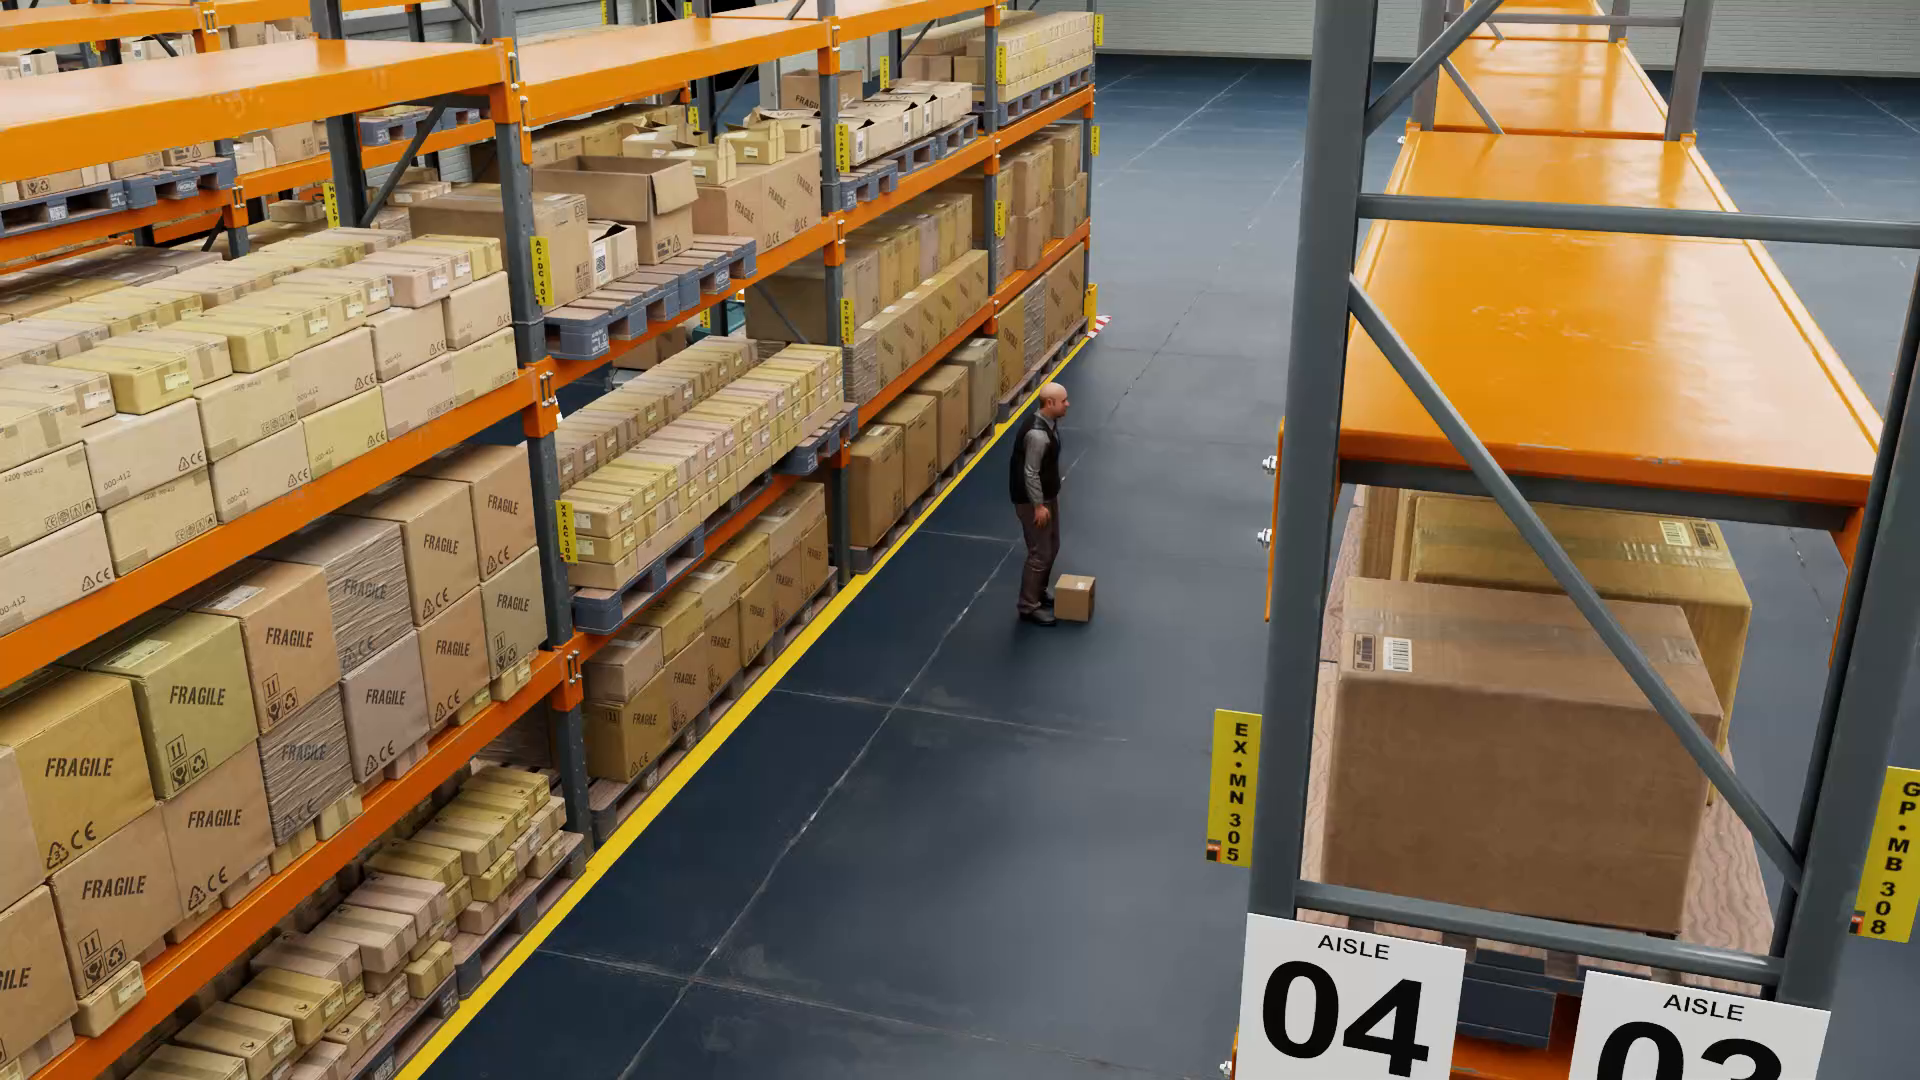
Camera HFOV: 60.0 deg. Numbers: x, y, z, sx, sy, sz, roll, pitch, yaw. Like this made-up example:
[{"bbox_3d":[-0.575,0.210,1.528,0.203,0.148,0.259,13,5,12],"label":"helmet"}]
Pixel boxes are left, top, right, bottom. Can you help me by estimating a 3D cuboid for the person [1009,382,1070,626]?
[{"bbox_3d":[0.584,-0.290,11.875,0.366,1.721,0.594,5,22,13],"label":"person"}]
